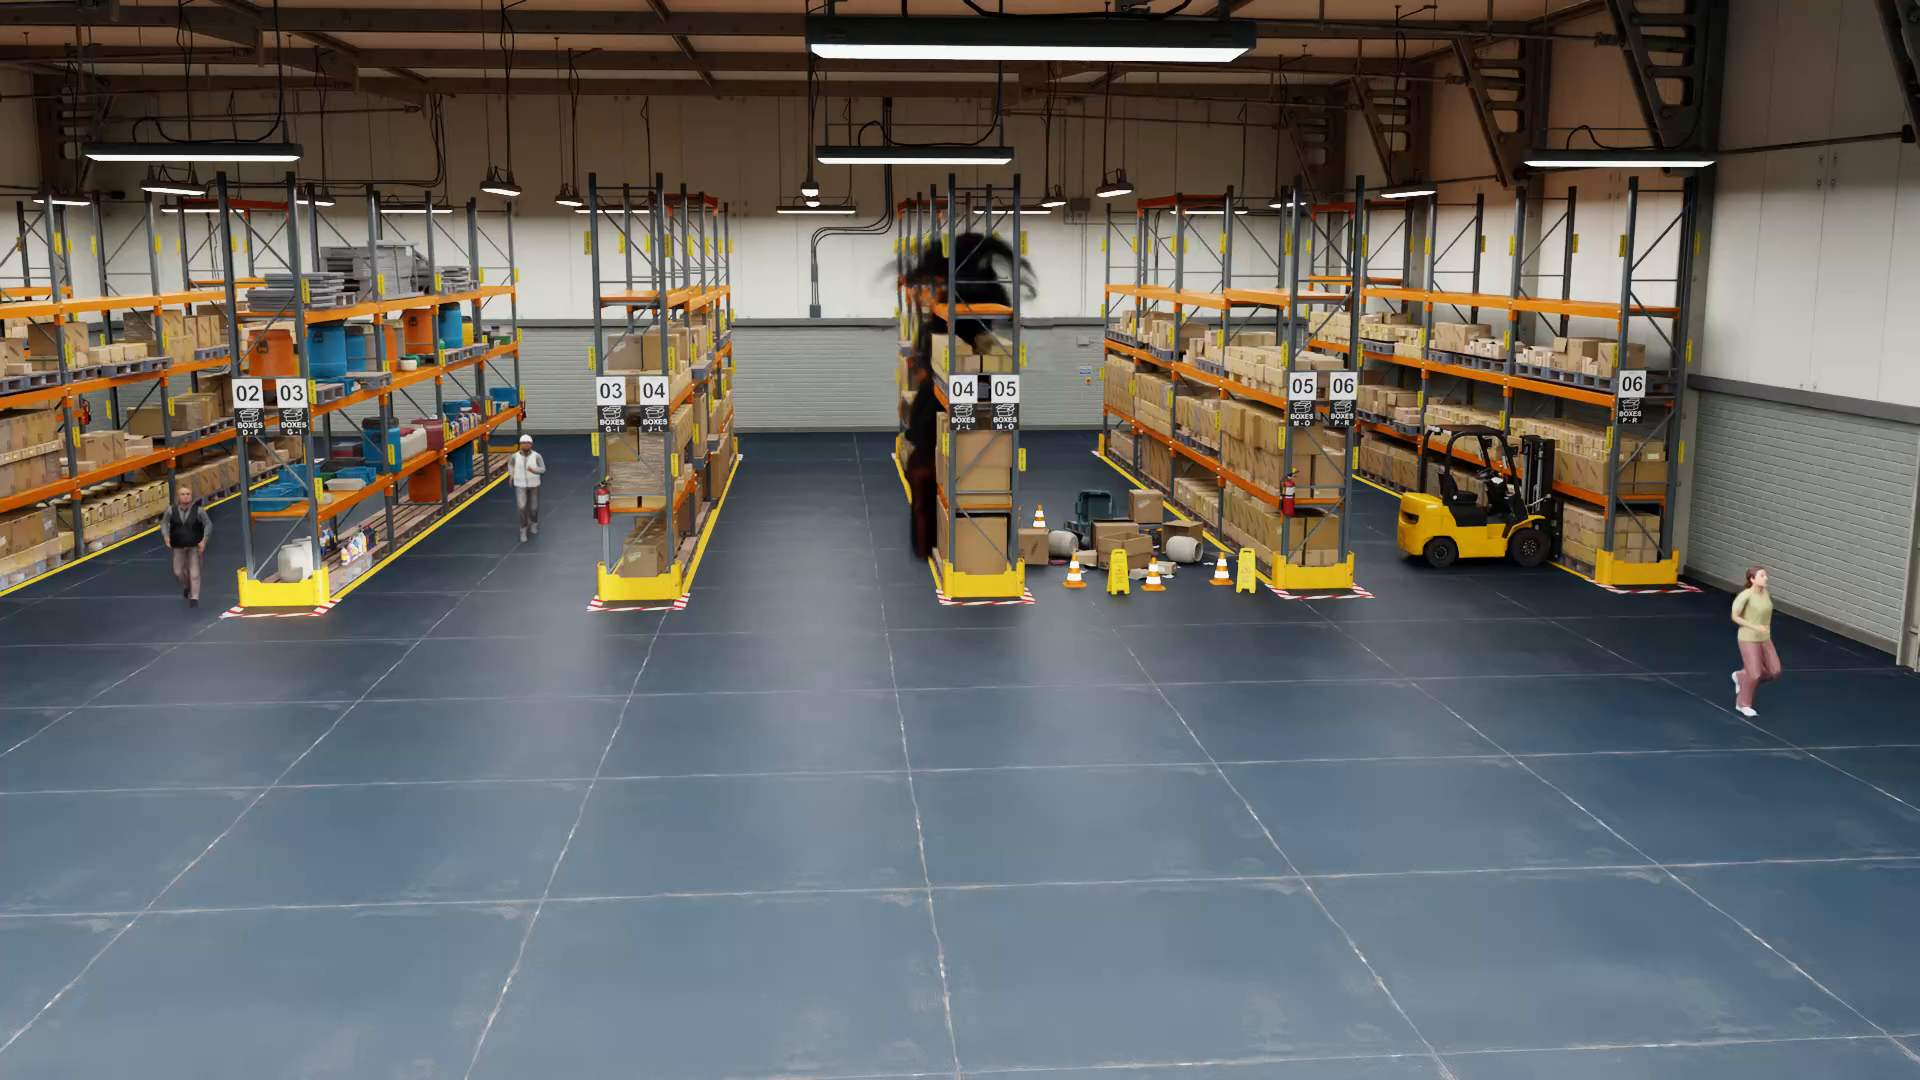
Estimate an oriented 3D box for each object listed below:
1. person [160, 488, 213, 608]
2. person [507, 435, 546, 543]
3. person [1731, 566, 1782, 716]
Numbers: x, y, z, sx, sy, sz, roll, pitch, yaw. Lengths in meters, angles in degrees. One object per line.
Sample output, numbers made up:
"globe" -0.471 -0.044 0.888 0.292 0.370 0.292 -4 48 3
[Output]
"person" -10.822 0.114 23.271 0.687 1.687 0.515 -3 10 -15
"person" -7.469 -0.912 28.705 0.635 1.817 0.836 -3 10 -15
"person" 8.550 1.088 17.917 0.617 1.616 0.560 -5 11 -24
